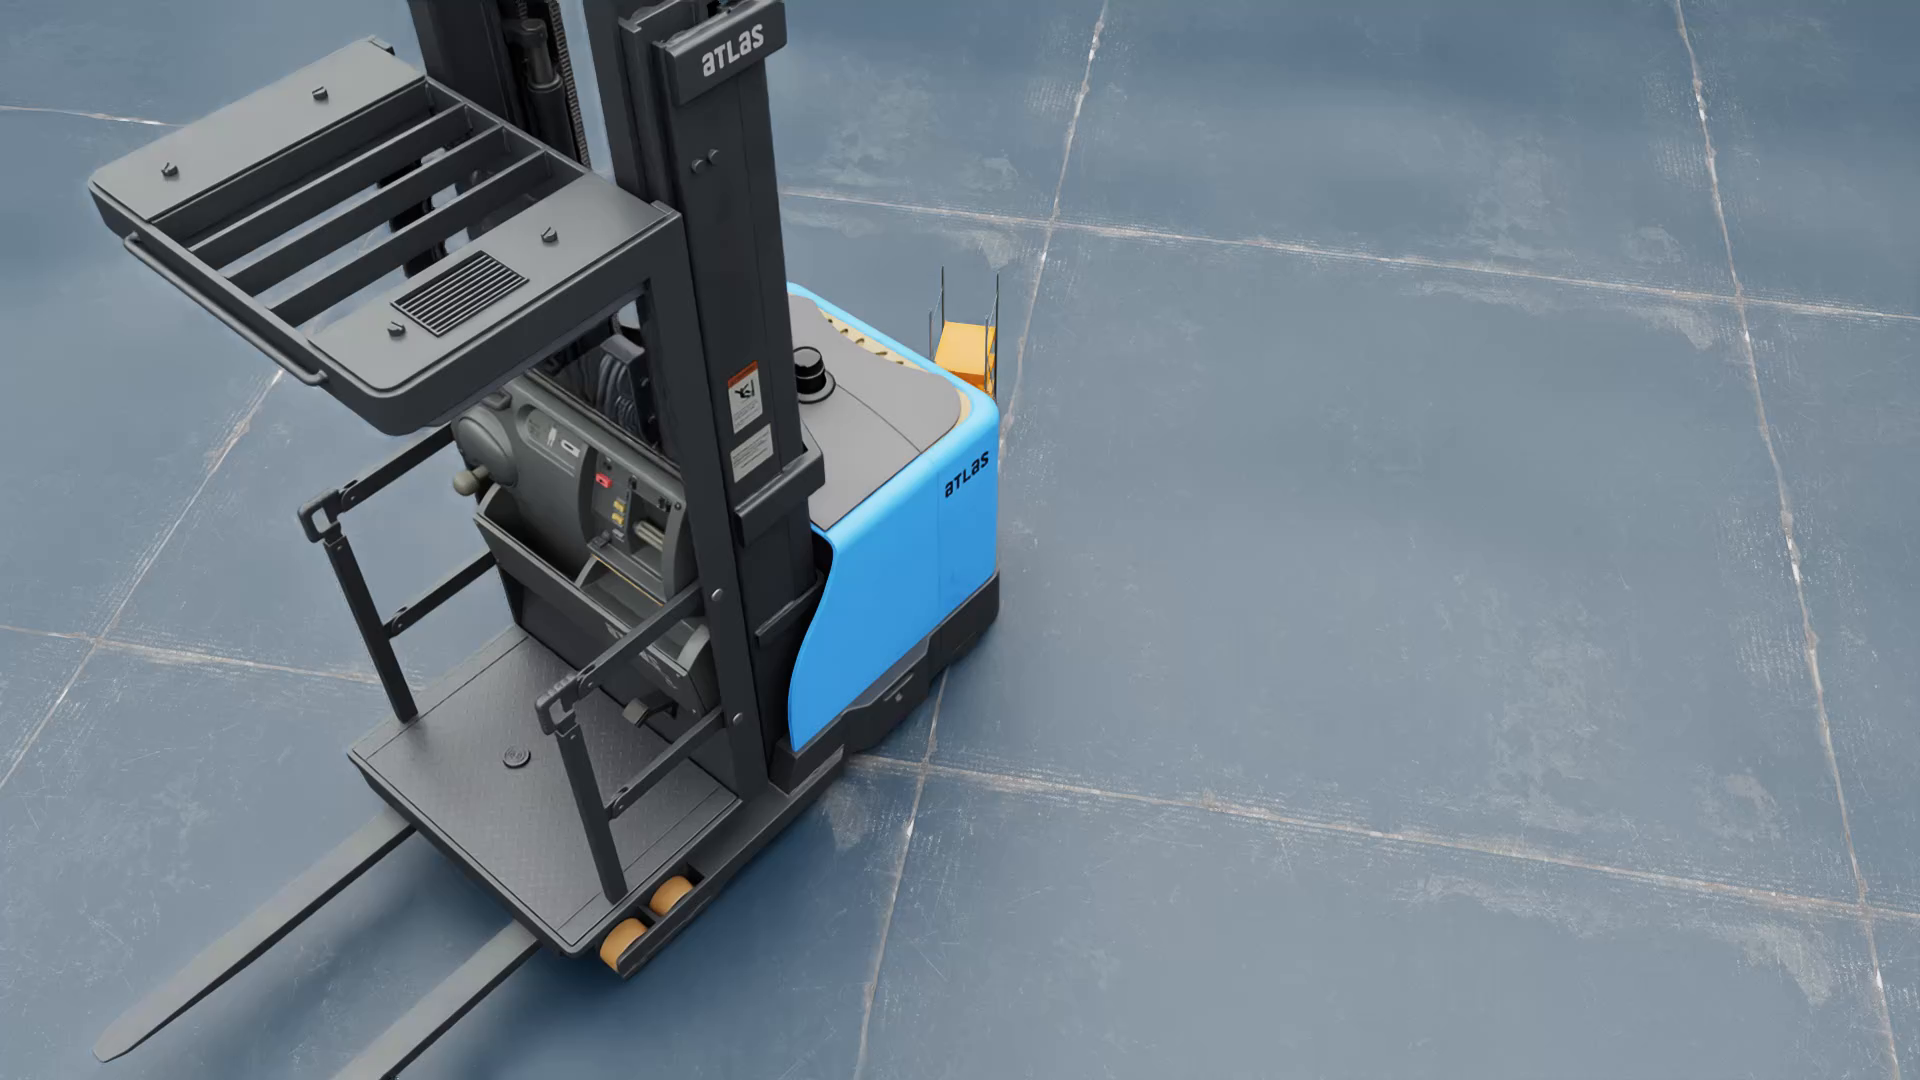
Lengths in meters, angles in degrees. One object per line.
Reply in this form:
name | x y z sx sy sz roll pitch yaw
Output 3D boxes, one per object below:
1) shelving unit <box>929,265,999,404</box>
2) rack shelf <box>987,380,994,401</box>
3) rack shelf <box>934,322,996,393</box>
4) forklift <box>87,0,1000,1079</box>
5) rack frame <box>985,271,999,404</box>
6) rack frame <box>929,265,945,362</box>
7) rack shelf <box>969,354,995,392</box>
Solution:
shelving unit | 0.014 -0.399 5.802 0.189 1.200 0.258 8 49 7
rack shelf | 0.014 -0.450 5.746 0.180 0.103 0.258 8 49 7
rack shelf | 0.014 -0.610 5.567 0.180 0.103 0.258 8 49 7
forklift | -1.201 -0.094 4.364 1.130 2.935 3.031 32 56 26
rack frame | 0.104 -0.387 5.791 0.006 1.200 0.240 8 49 7
rack frame | -0.076 -0.411 5.813 0.006 1.200 0.240 8 49 7
rack shelf | 0.014 -0.530 5.657 0.180 0.103 0.258 8 49 7
